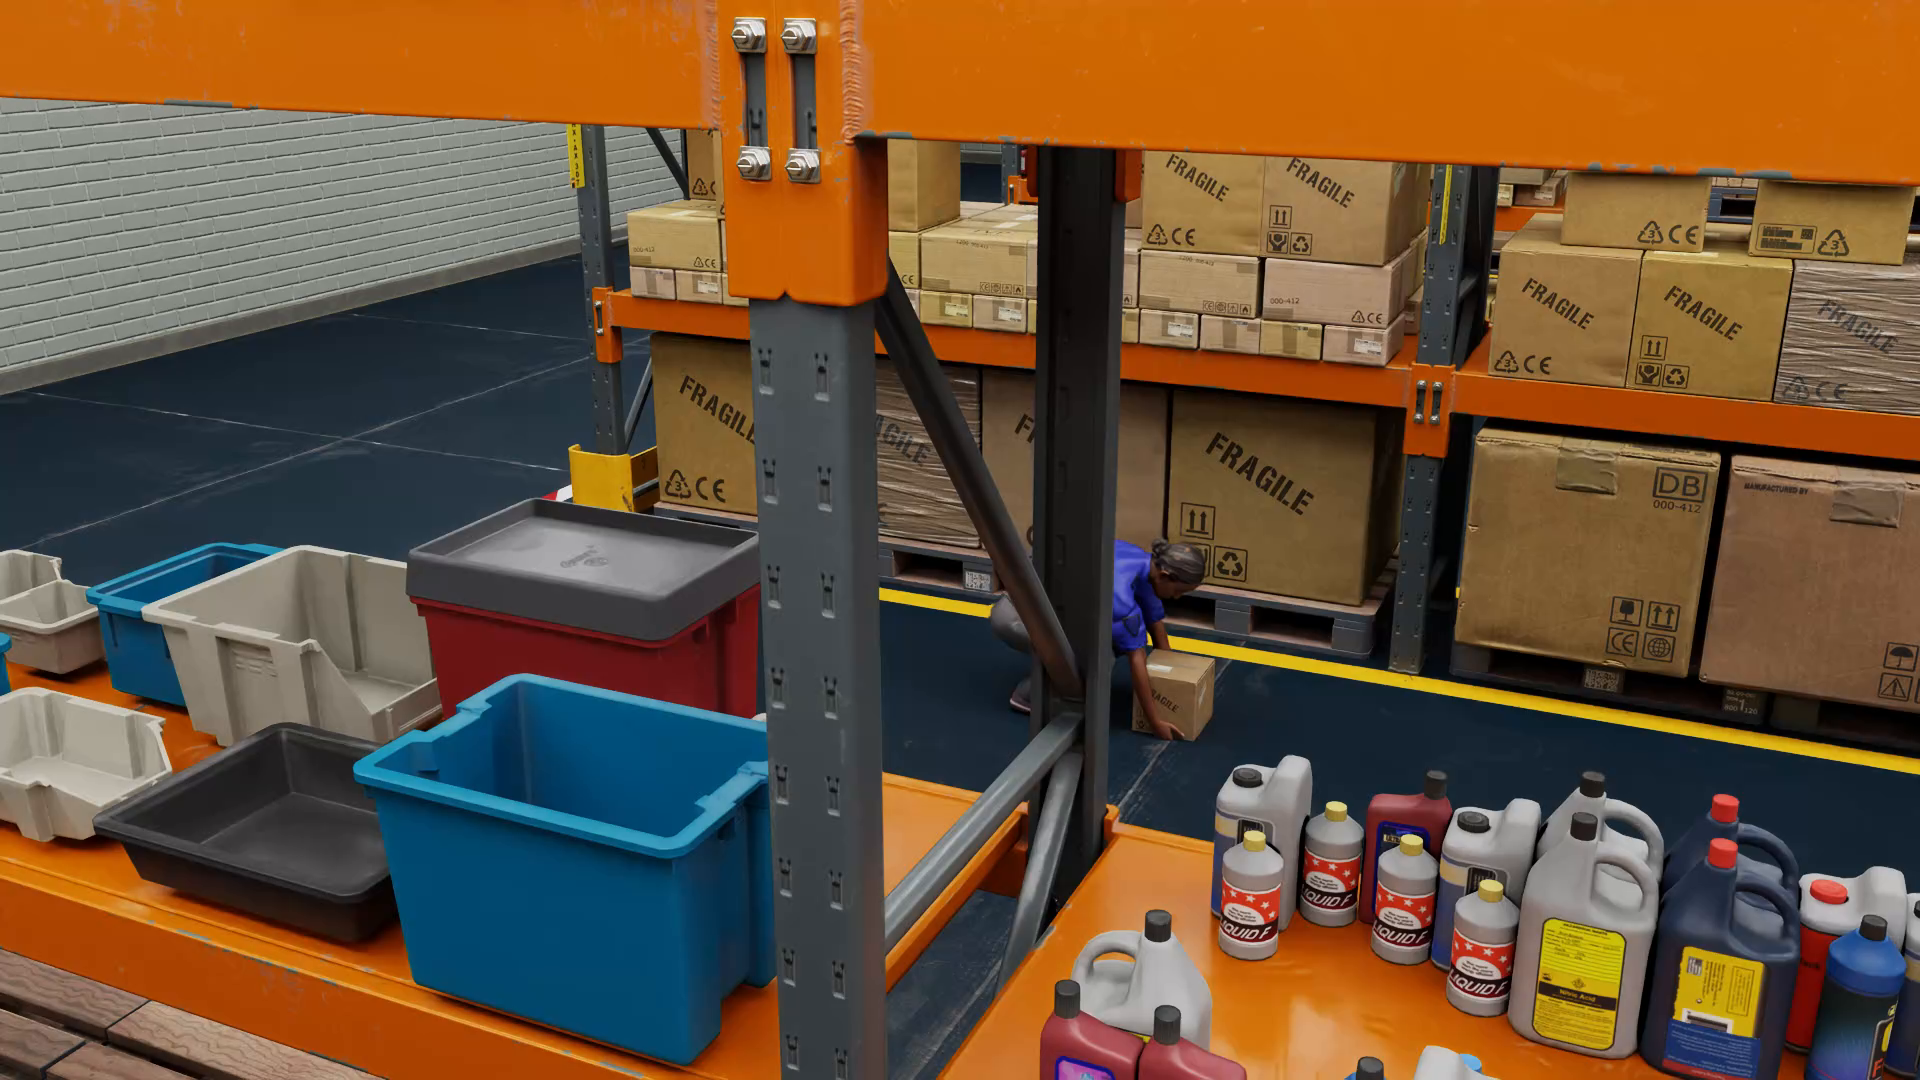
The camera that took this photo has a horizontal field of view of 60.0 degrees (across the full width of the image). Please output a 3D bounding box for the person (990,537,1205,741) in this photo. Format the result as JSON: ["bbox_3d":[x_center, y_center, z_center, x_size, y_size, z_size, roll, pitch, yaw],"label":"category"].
[{"bbox_3d":[0.539,0.358,6.543,0.833,0.810,0.470,8,21,22],"label":"person"}]
